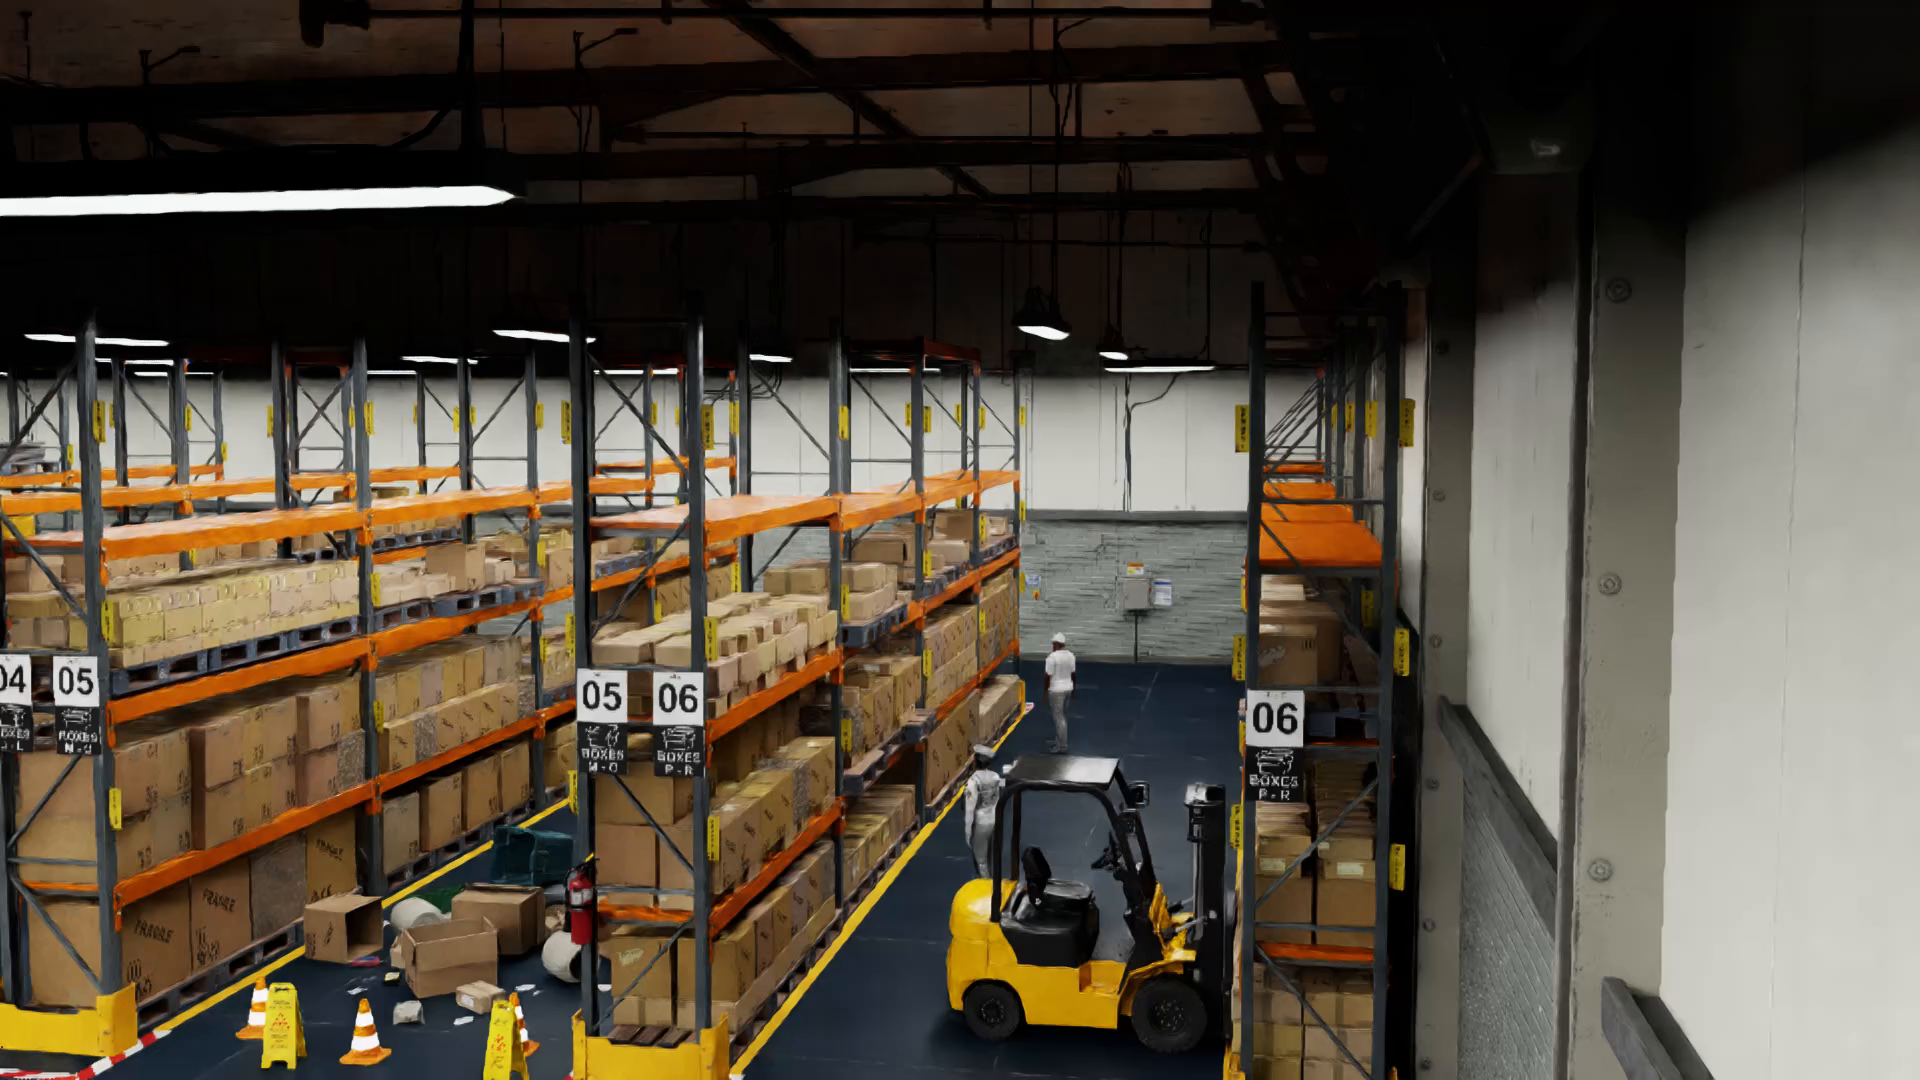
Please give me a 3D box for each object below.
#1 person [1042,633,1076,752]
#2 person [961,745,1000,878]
[{"bbox_3d":[1.469,2.261,24.969,0.580,1.763,0.671,4,6,42],"label":"person"},{"bbox_3d":[0.190,2.947,17.076,0.455,1.677,0.525,4,6,41],"label":"person"}]
